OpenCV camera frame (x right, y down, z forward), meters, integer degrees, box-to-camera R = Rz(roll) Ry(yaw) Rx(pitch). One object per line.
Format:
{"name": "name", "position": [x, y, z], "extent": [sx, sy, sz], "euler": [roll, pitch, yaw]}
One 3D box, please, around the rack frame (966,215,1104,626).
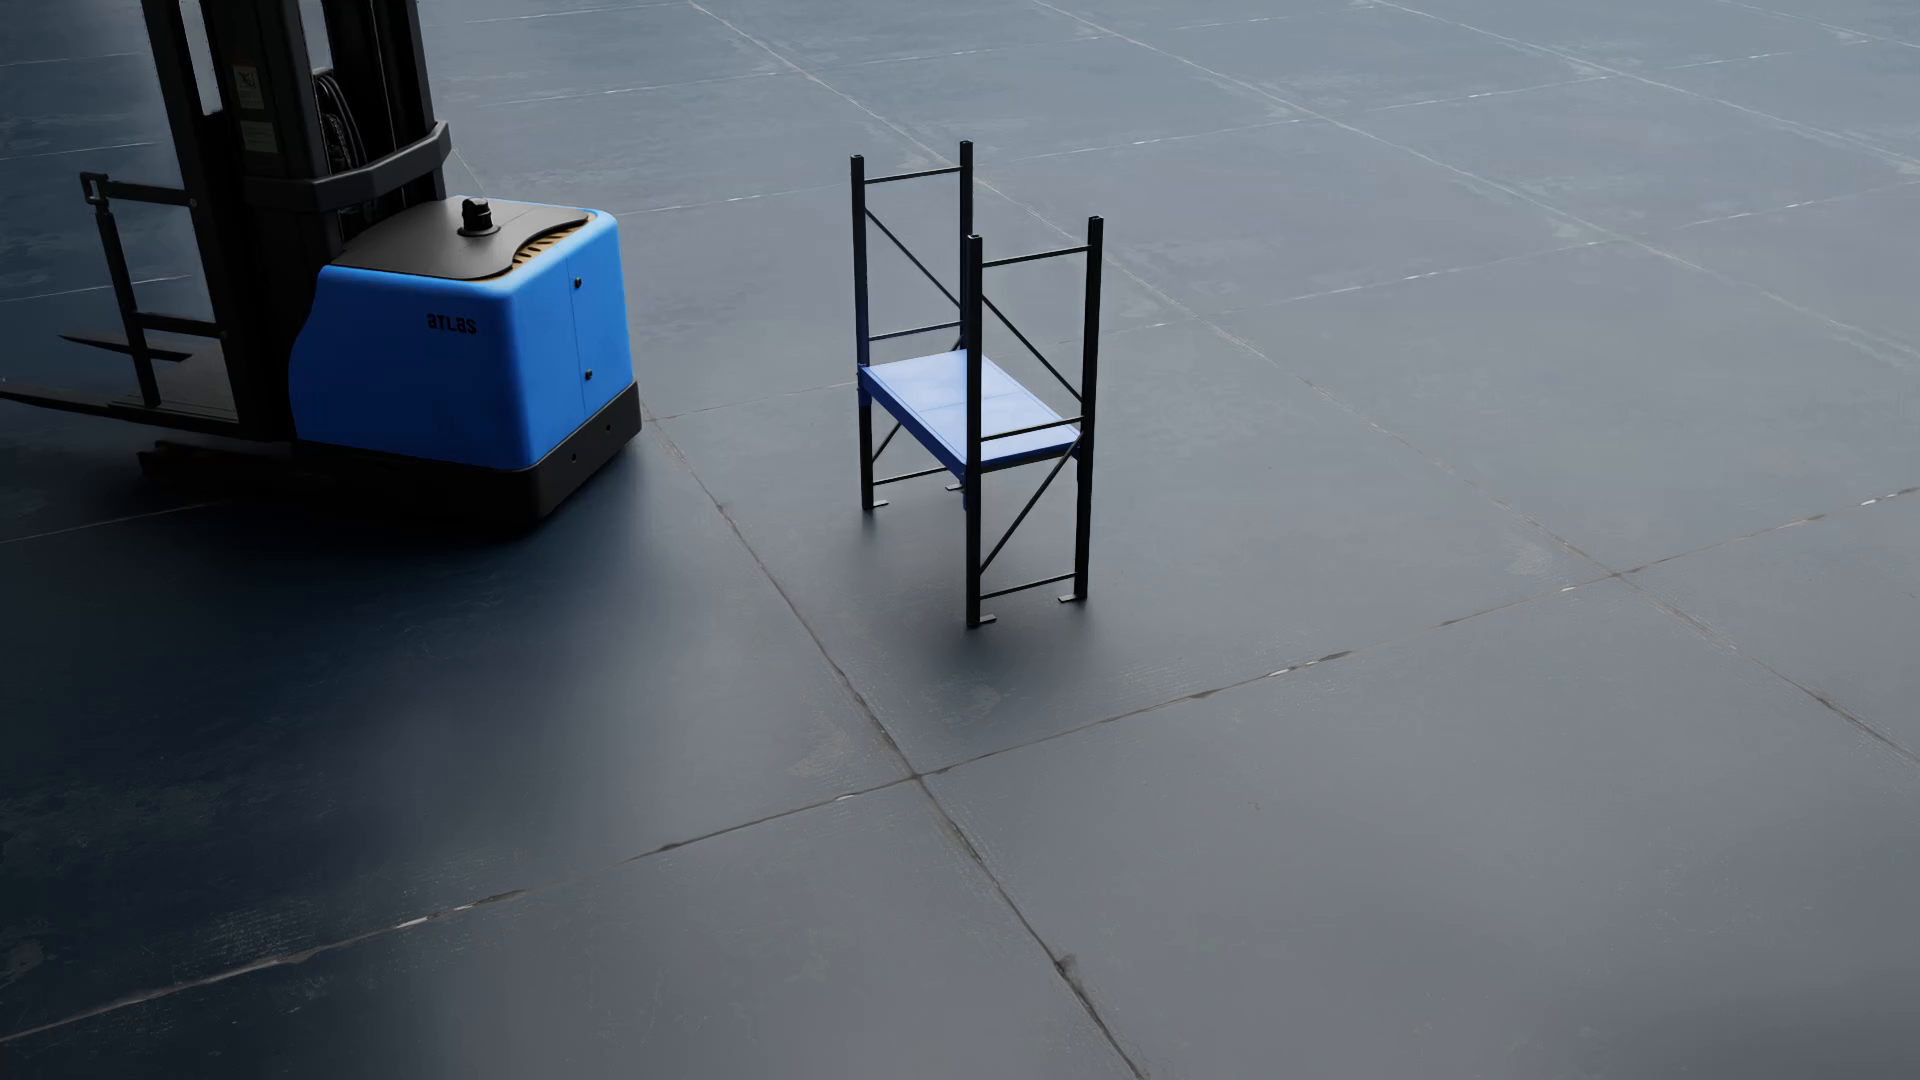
{"name": "rack frame", "position": [0.255, -0.392, 5.916], "extent": [0.500, 1.500, 0.032], "euler": [-13, 32, -22]}

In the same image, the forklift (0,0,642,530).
{"name": "forklift", "position": [-3.010, -1.728, 6.835], "extent": [3.031, 2.935, 1.130], "euler": [9, 30, 15]}

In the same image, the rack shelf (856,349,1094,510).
{"name": "rack shelf", "position": [0.037, -0.460, 6.404], "extent": [0.538, 0.185, 1.000], "euler": [-13, 32, -22]}

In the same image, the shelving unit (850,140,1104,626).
{"name": "shelving unit", "position": [0.037, -0.616, 6.316], "extent": [0.538, 1.500, 1.048], "euler": [-13, 32, -22]}

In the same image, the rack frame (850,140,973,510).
{"name": "rack frame", "position": [-0.182, -0.841, 6.716], "extent": [0.500, 1.500, 0.032], "euler": [-13, 32, -22]}
